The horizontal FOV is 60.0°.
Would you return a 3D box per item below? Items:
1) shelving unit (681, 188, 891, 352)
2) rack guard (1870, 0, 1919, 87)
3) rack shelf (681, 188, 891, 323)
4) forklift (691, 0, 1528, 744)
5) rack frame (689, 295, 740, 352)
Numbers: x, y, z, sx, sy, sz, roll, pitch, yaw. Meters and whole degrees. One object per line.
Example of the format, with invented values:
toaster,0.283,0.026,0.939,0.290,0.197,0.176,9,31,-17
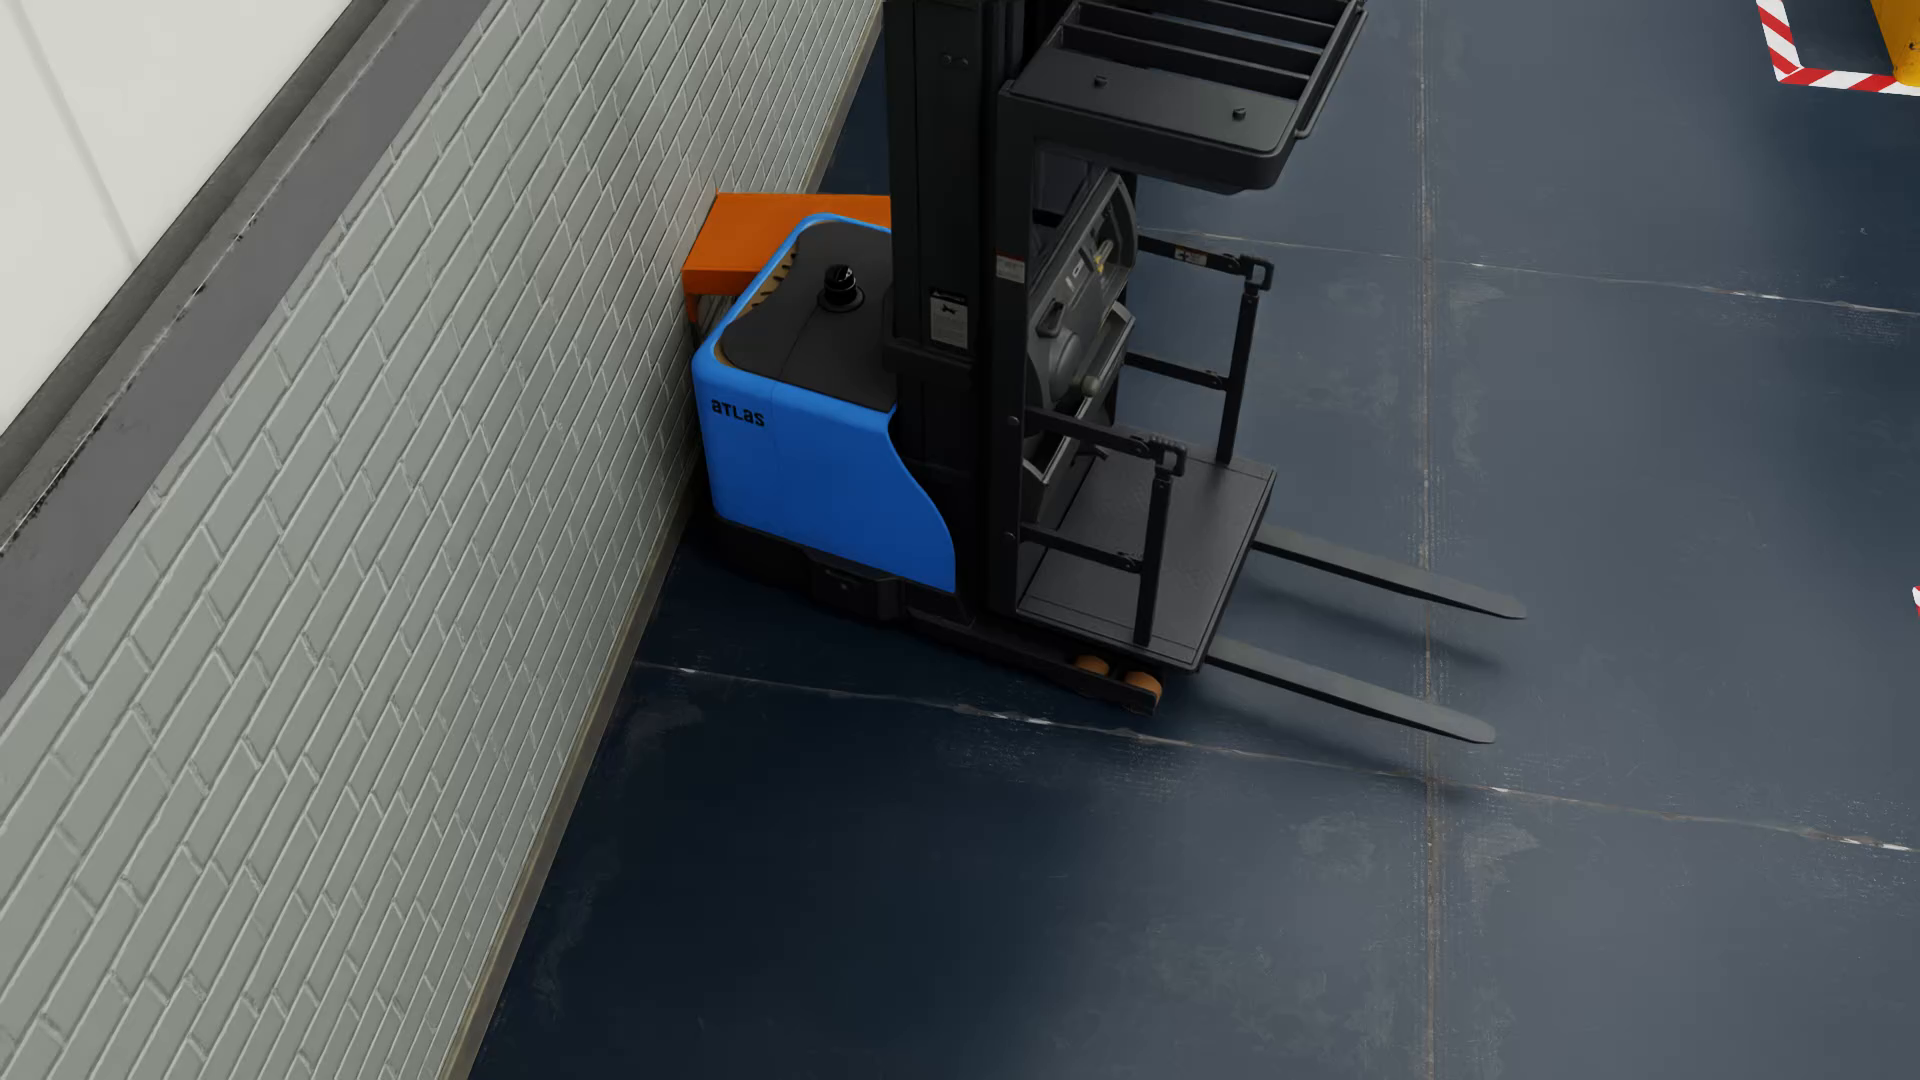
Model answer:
shelving unit,-0.504,-0.905,6.719,1.048,1.125,0.538,4,47,13
rack guard,5.297,-3.012,9.092,0.348,0.500,1.175,8,49,7
rack shelf,-0.540,-1.106,6.509,1.000,0.278,0.538,4,47,13
forklift,0.595,-0.791,5.462,3.031,2.935,1.130,18,50,15
rack frame,-0.999,-0.936,6.832,0.032,1.125,0.500,4,47,13
